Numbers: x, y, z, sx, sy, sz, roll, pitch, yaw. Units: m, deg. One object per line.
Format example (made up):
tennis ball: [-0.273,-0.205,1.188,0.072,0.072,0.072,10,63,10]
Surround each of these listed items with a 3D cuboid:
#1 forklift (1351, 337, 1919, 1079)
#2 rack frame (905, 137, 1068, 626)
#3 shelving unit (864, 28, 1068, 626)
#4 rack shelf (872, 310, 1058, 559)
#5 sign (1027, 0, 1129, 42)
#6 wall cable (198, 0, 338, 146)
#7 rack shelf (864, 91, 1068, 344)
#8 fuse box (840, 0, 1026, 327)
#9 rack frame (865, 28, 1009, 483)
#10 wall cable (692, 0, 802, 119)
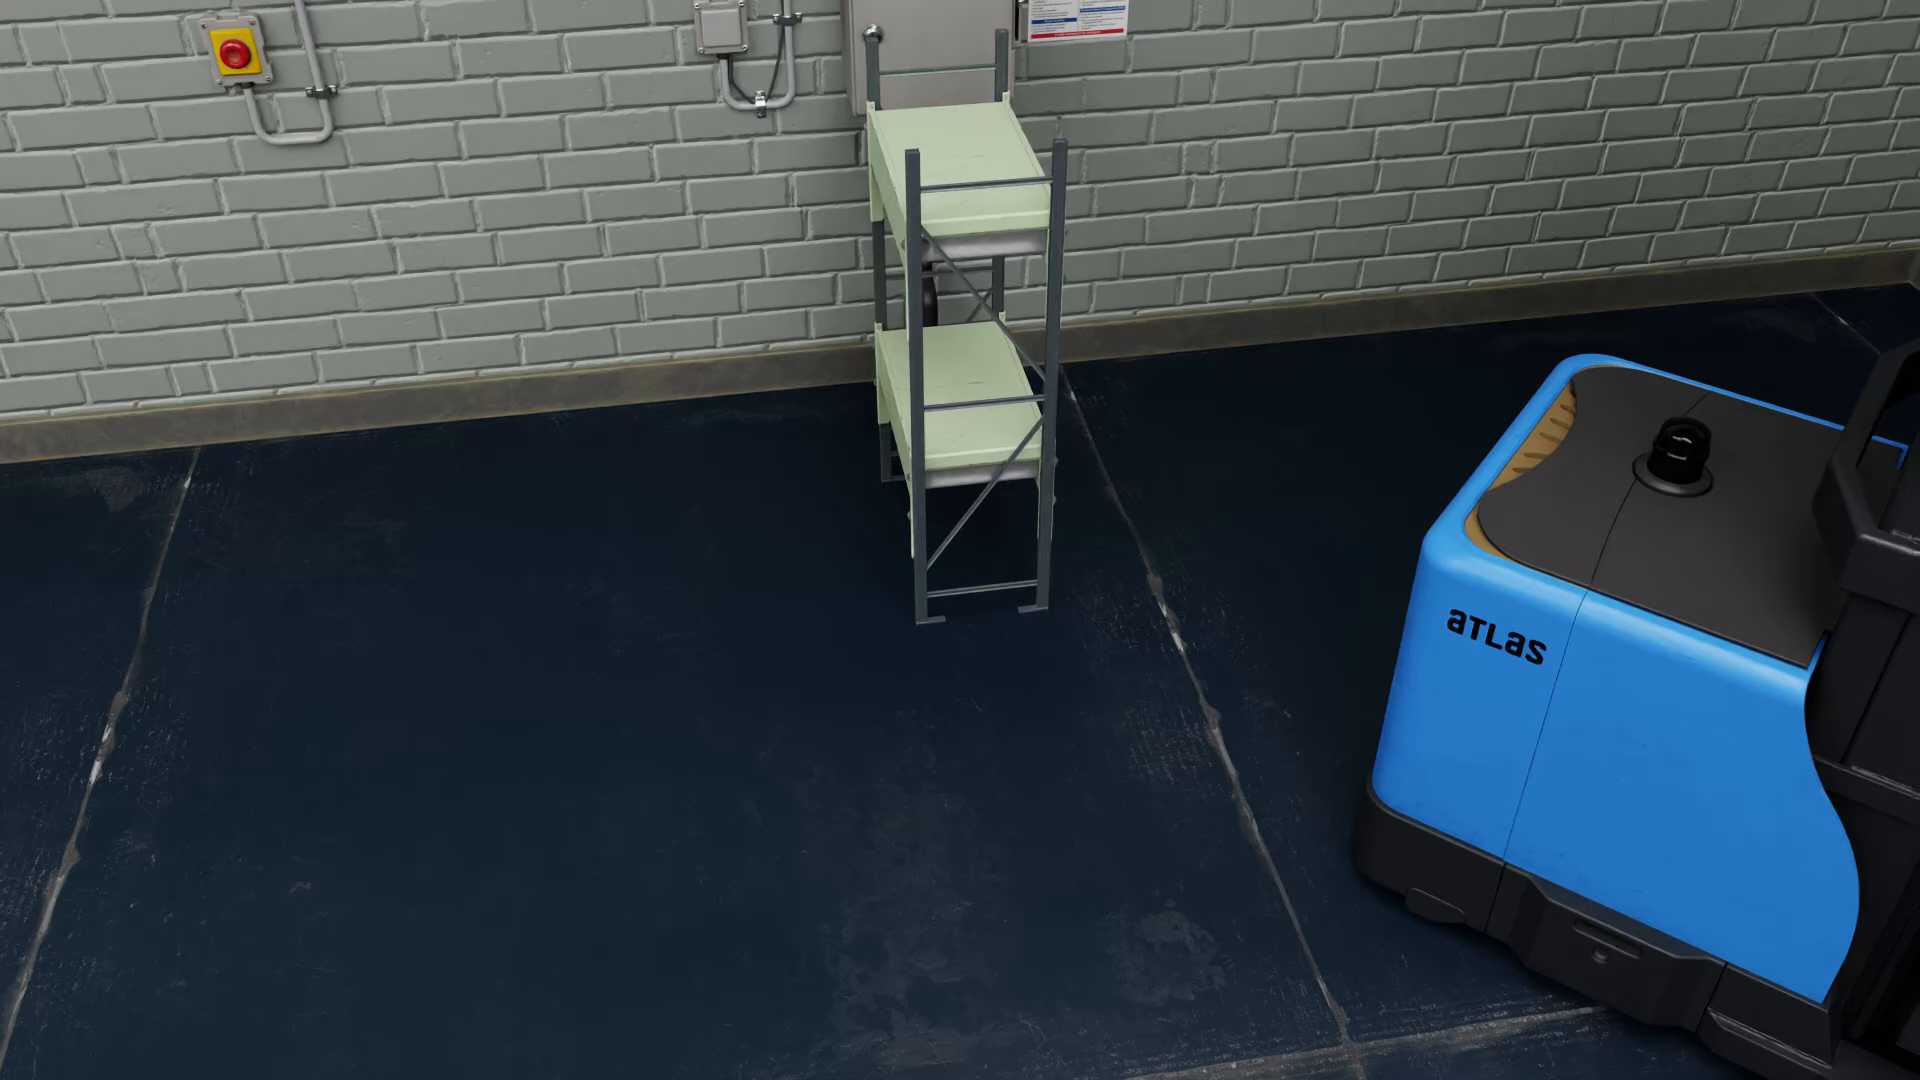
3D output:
forklift: [2.472,-0.036,2.907,3.031,2.935,1.130,23,43,27]
rack frame: [0.065,-0.367,4.500,0.400,1.500,0.023,-6,38,-8]
shelving unit: [0.001,-0.588,4.785,0.431,1.500,0.755,-6,38,-8]
rack shelf: [0.001,-0.331,4.985,0.431,0.370,0.720,-6,38,-8]
sign: [0.378,-1.811,5.214,0.329,0.494,0.001,-6,38,-8]
wall cable: [-2.166,-1.946,4.457,0.585,1.953,0.123,-6,38,-8]
rack shelf: [0.001,-0.896,4.545,0.431,0.370,0.720,-6,38,-8]
fuse box: [-0.072,-1.162,5.351,0.539,1.711,0.414,-6,38,-8]
rack frame: [-0.063,-0.809,5.069,0.400,1.500,0.023,-6,38,-8]
wall cable: [-0.771,-2.094,4.672,0.588,1.984,0.122,-6,38,-8]
